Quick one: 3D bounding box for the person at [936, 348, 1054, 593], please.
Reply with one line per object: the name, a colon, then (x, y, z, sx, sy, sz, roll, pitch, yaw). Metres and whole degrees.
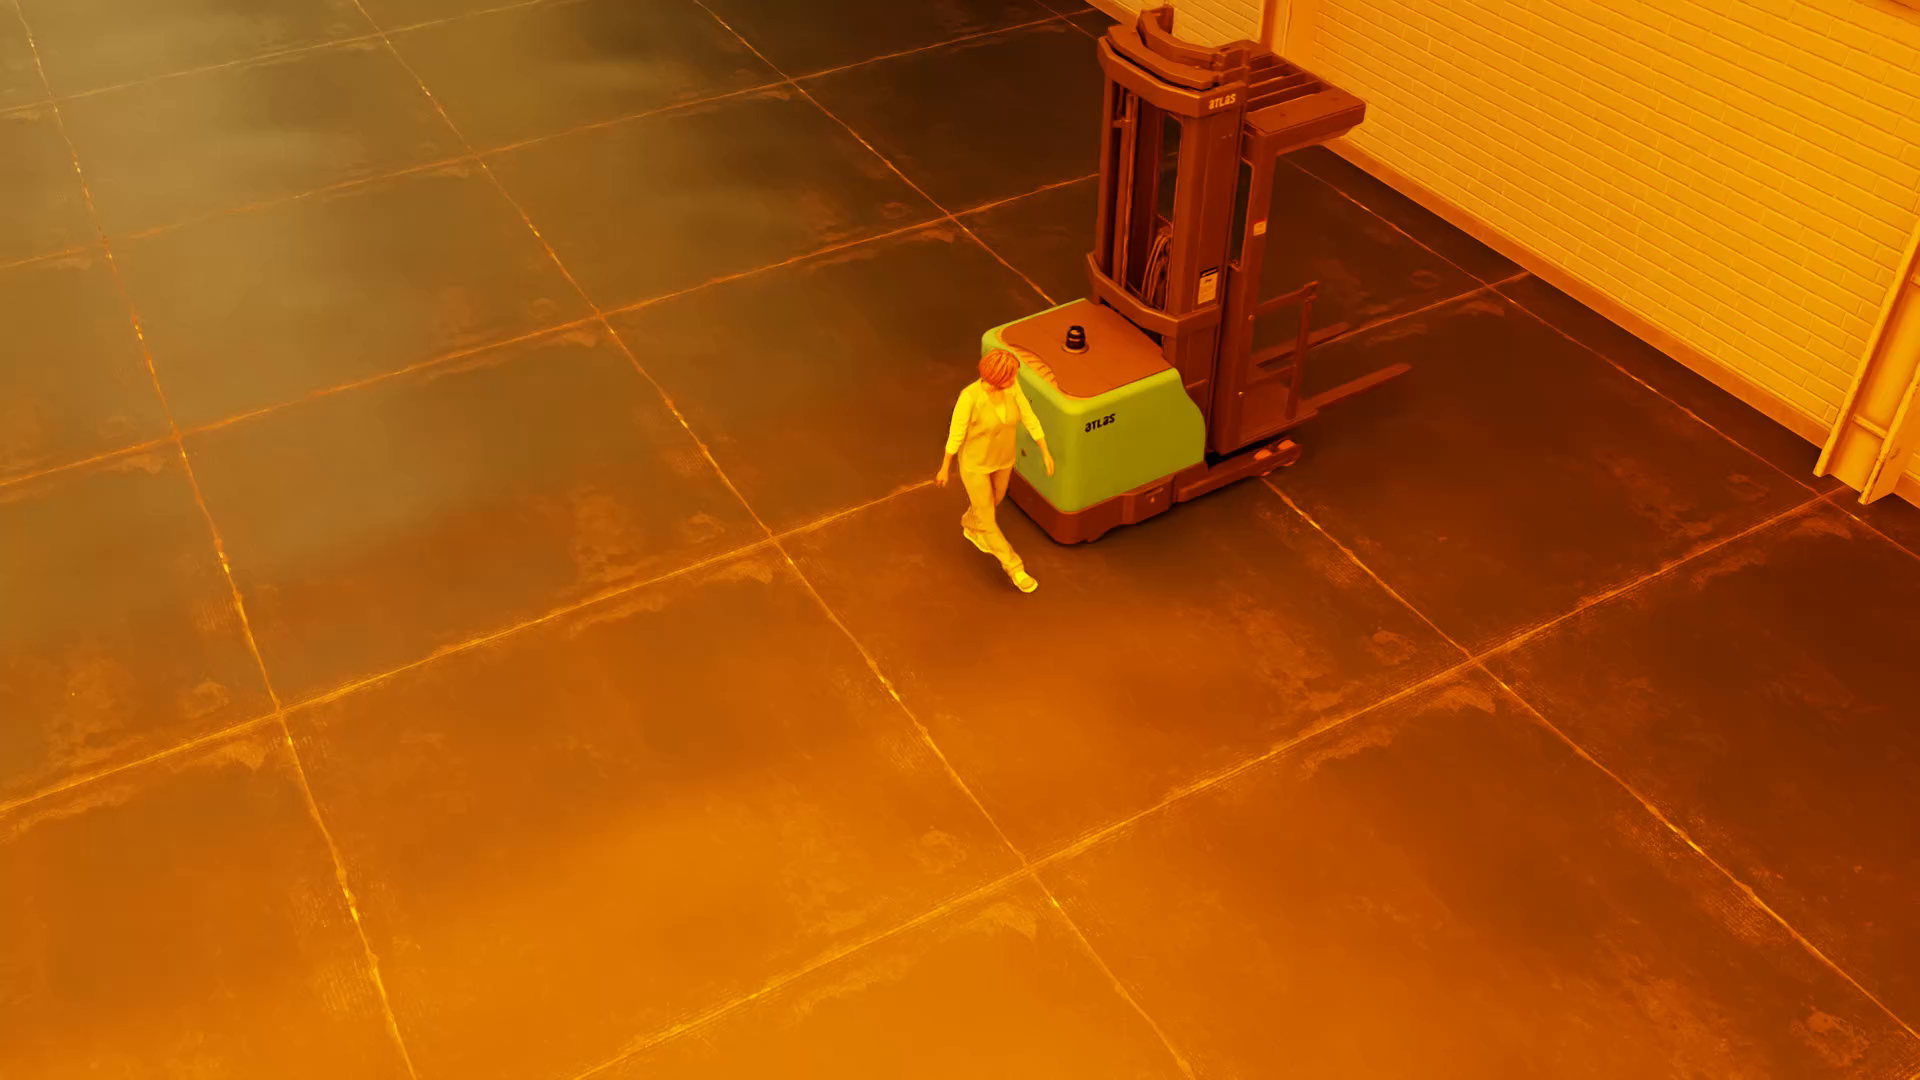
person: (0.217, -0.407, 9.616, 0.596, 1.550, 0.838, -26, 46, -28)

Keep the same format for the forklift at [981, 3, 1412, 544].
forklift: (1.642, -1.815, 10.224, 3.031, 2.935, 1.130, -22, 44, -24)
